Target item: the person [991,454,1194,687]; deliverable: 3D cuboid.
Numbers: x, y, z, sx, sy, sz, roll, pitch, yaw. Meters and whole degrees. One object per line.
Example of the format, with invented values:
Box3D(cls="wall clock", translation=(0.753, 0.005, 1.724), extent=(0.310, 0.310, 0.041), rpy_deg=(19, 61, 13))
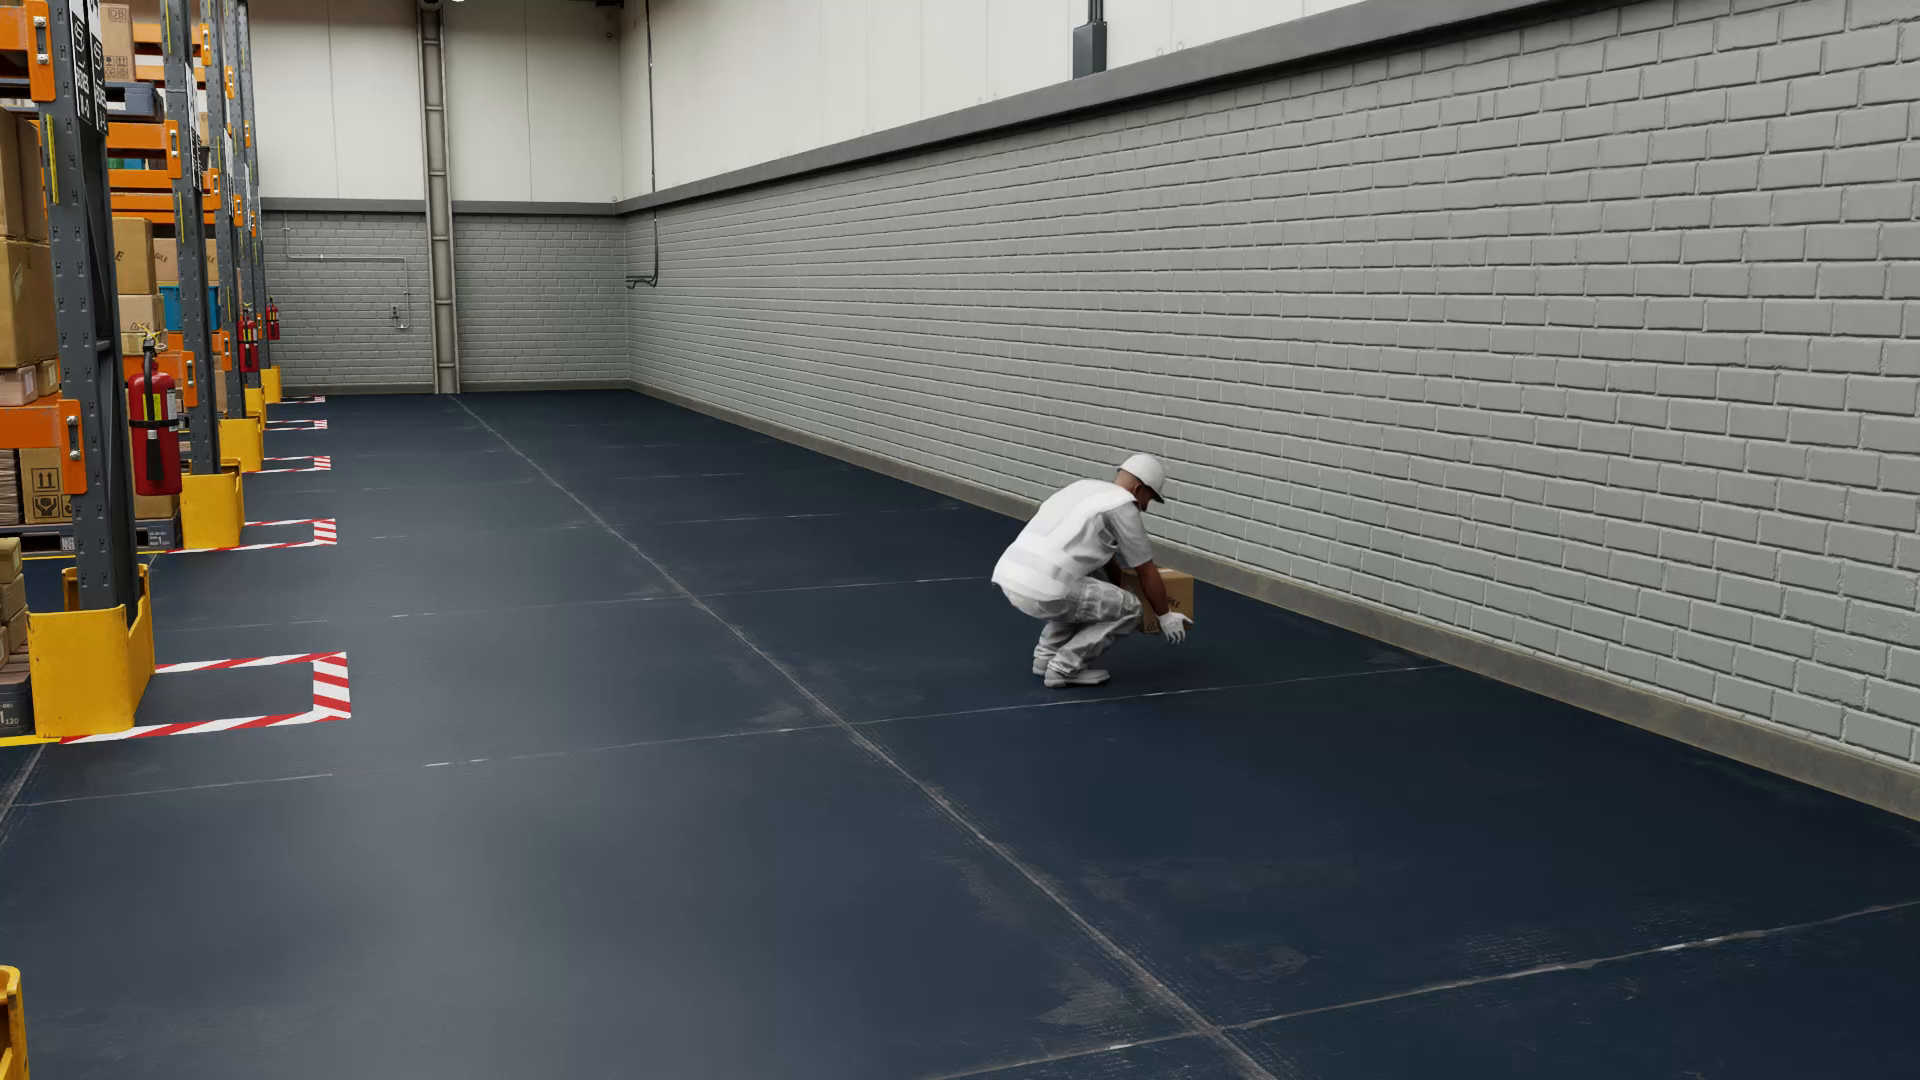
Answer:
Box3D(cls="person", translation=(0.589, 0.126, 7.559), extent=(0.910, 1.005, 0.564), rpy_deg=(-4, 9, -22))
